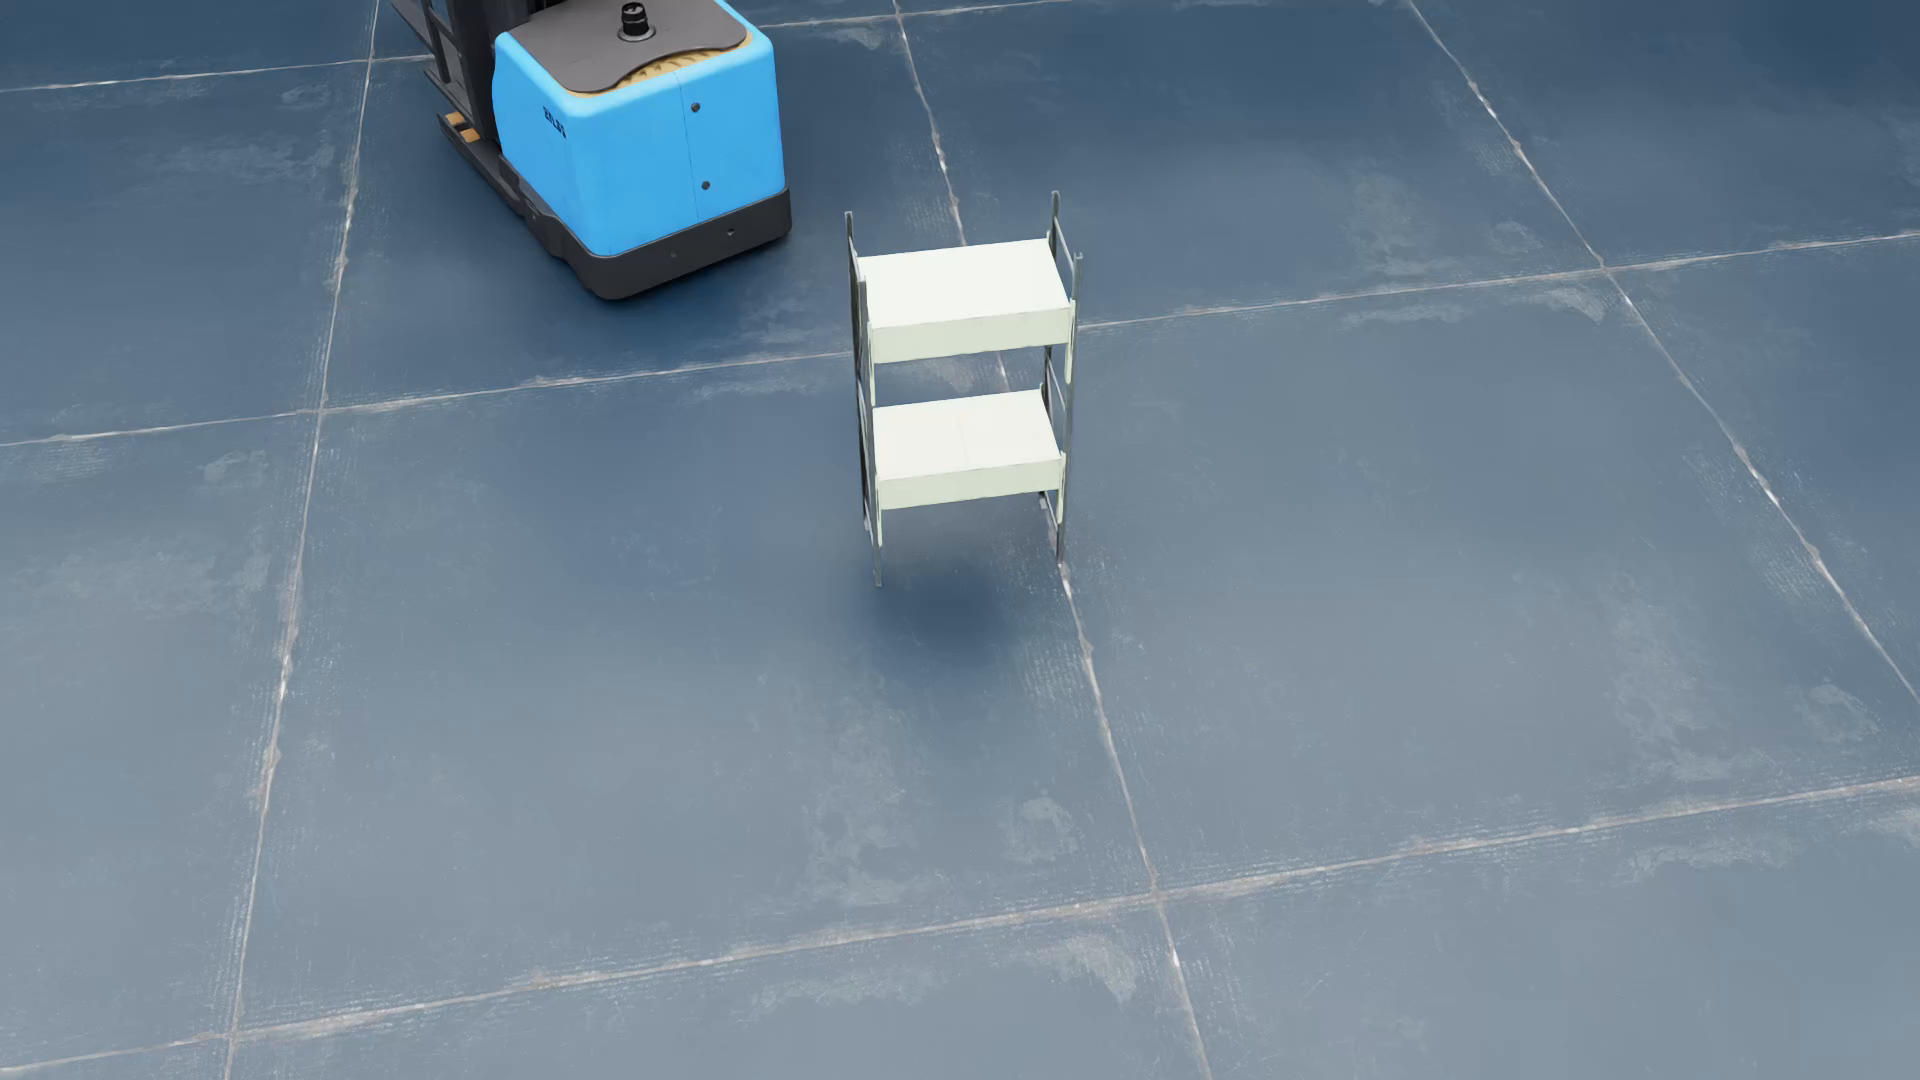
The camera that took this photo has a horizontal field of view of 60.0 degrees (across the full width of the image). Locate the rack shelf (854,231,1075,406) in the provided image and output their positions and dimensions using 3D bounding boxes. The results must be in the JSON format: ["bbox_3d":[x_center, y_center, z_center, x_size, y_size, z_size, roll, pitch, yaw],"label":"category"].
[{"bbox_3d":[0.007,-0.792,5.930,0.720,0.370,0.431,-7,46,-7],"label":"rack shelf"}]

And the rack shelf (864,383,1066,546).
[{"bbox_3d":[0.007,-0.295,6.445,0.720,0.370,0.431,-7,46,-7],"label":"rack shelf"}]

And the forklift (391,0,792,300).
[{"bbox_3d":[-2.074,-3.163,7.762,1.130,2.935,3.031,-27,52,-23],"label":"forklift"}]

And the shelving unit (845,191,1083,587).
[{"bbox_3d":[0.007,-0.521,6.211,0.755,1.500,0.431,-7,46,-7],"label":"shelving unit"}]

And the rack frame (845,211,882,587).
[{"bbox_3d":[-0.354,-0.476,6.167,0.023,1.500,0.400,-7,46,-7],"label":"rack frame"}]

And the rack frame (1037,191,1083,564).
[{"bbox_3d":[0.367,-0.566,6.254,0.023,1.500,0.400,-7,46,-7],"label":"rack frame"}]
